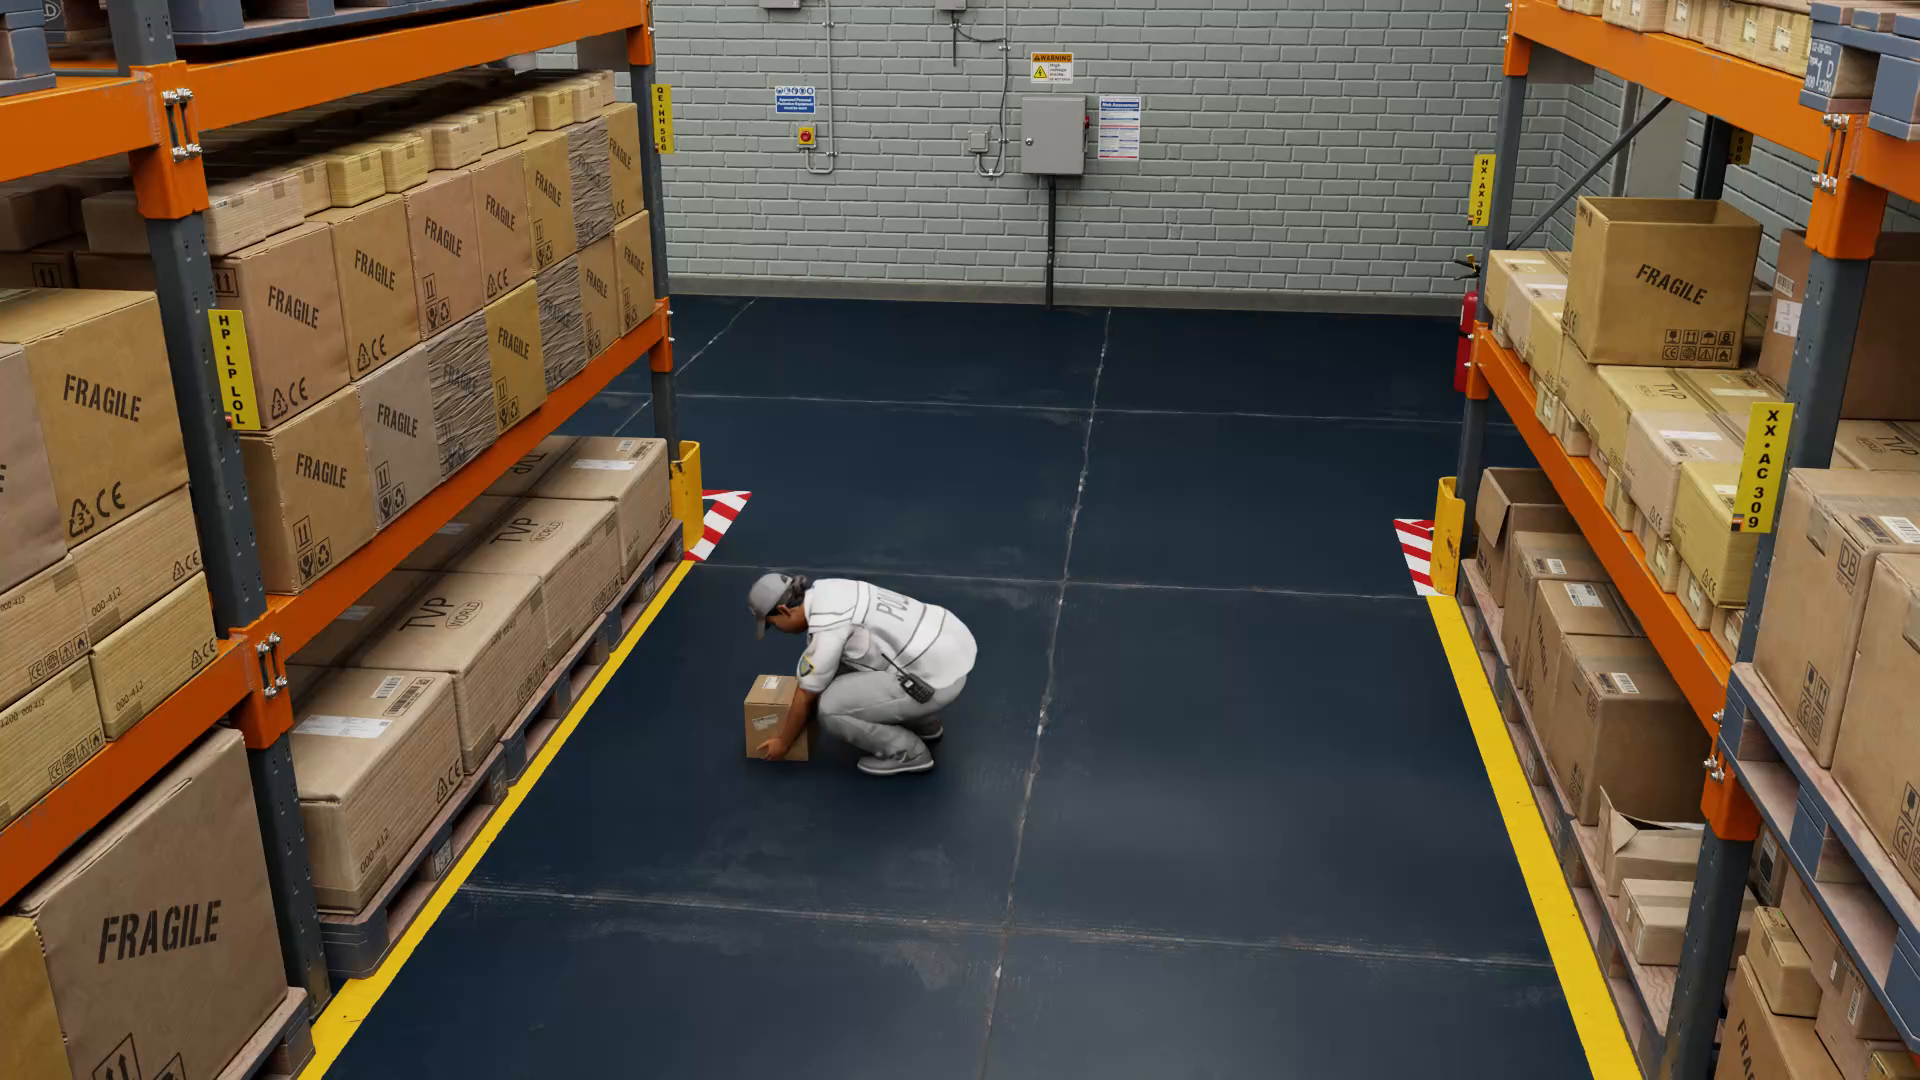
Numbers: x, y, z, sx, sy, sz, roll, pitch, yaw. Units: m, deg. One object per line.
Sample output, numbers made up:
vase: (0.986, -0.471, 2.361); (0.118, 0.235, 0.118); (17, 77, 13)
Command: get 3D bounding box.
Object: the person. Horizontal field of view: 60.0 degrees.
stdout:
person: (-0.380, 0.506, 6.558); (0.881, 0.807, 0.531); (2, 21, 6)
